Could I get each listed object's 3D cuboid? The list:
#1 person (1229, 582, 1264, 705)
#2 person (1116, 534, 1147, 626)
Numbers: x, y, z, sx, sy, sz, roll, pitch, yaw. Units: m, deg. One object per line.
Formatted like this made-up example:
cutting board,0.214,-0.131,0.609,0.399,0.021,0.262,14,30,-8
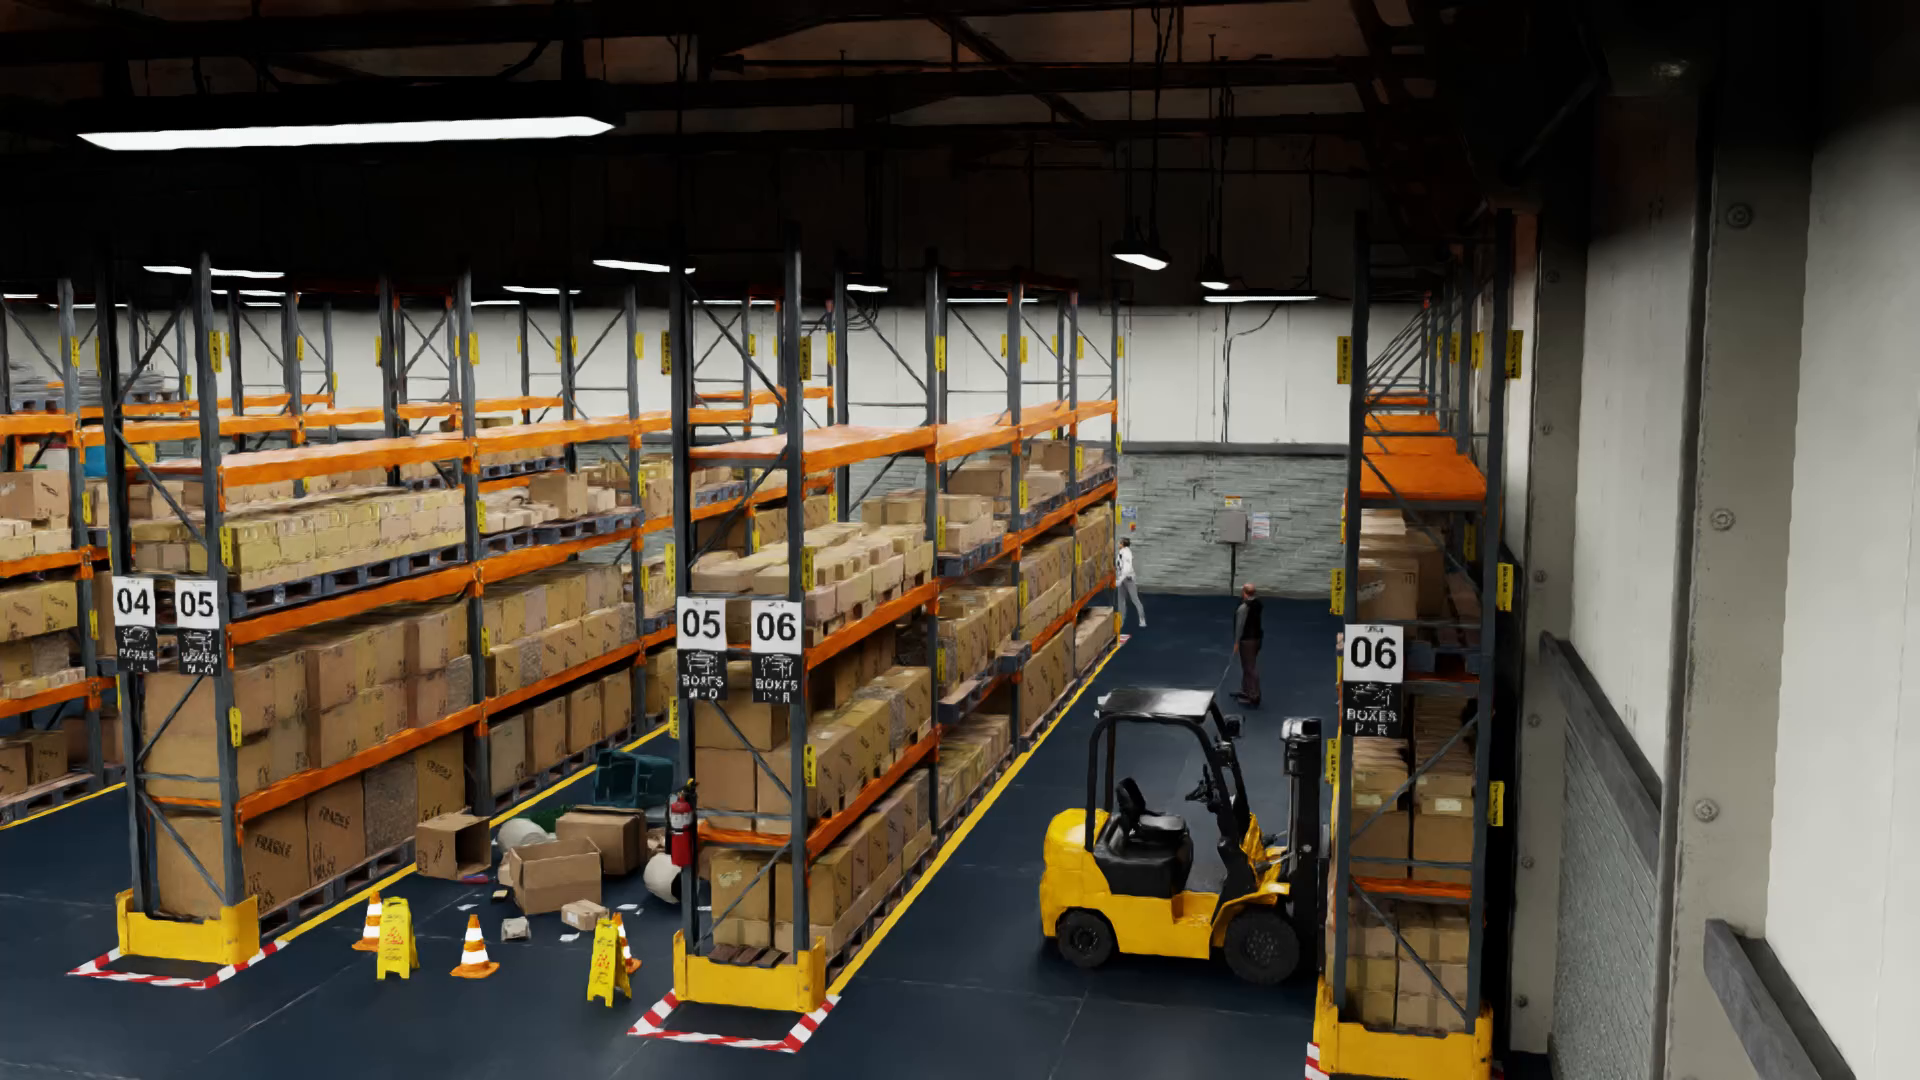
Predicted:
person,4.052,1.436,23.531,0.587,1.718,0.647,5,8,33
person,3.010,0.723,29.724,0.683,1.659,0.494,-2,7,-15
